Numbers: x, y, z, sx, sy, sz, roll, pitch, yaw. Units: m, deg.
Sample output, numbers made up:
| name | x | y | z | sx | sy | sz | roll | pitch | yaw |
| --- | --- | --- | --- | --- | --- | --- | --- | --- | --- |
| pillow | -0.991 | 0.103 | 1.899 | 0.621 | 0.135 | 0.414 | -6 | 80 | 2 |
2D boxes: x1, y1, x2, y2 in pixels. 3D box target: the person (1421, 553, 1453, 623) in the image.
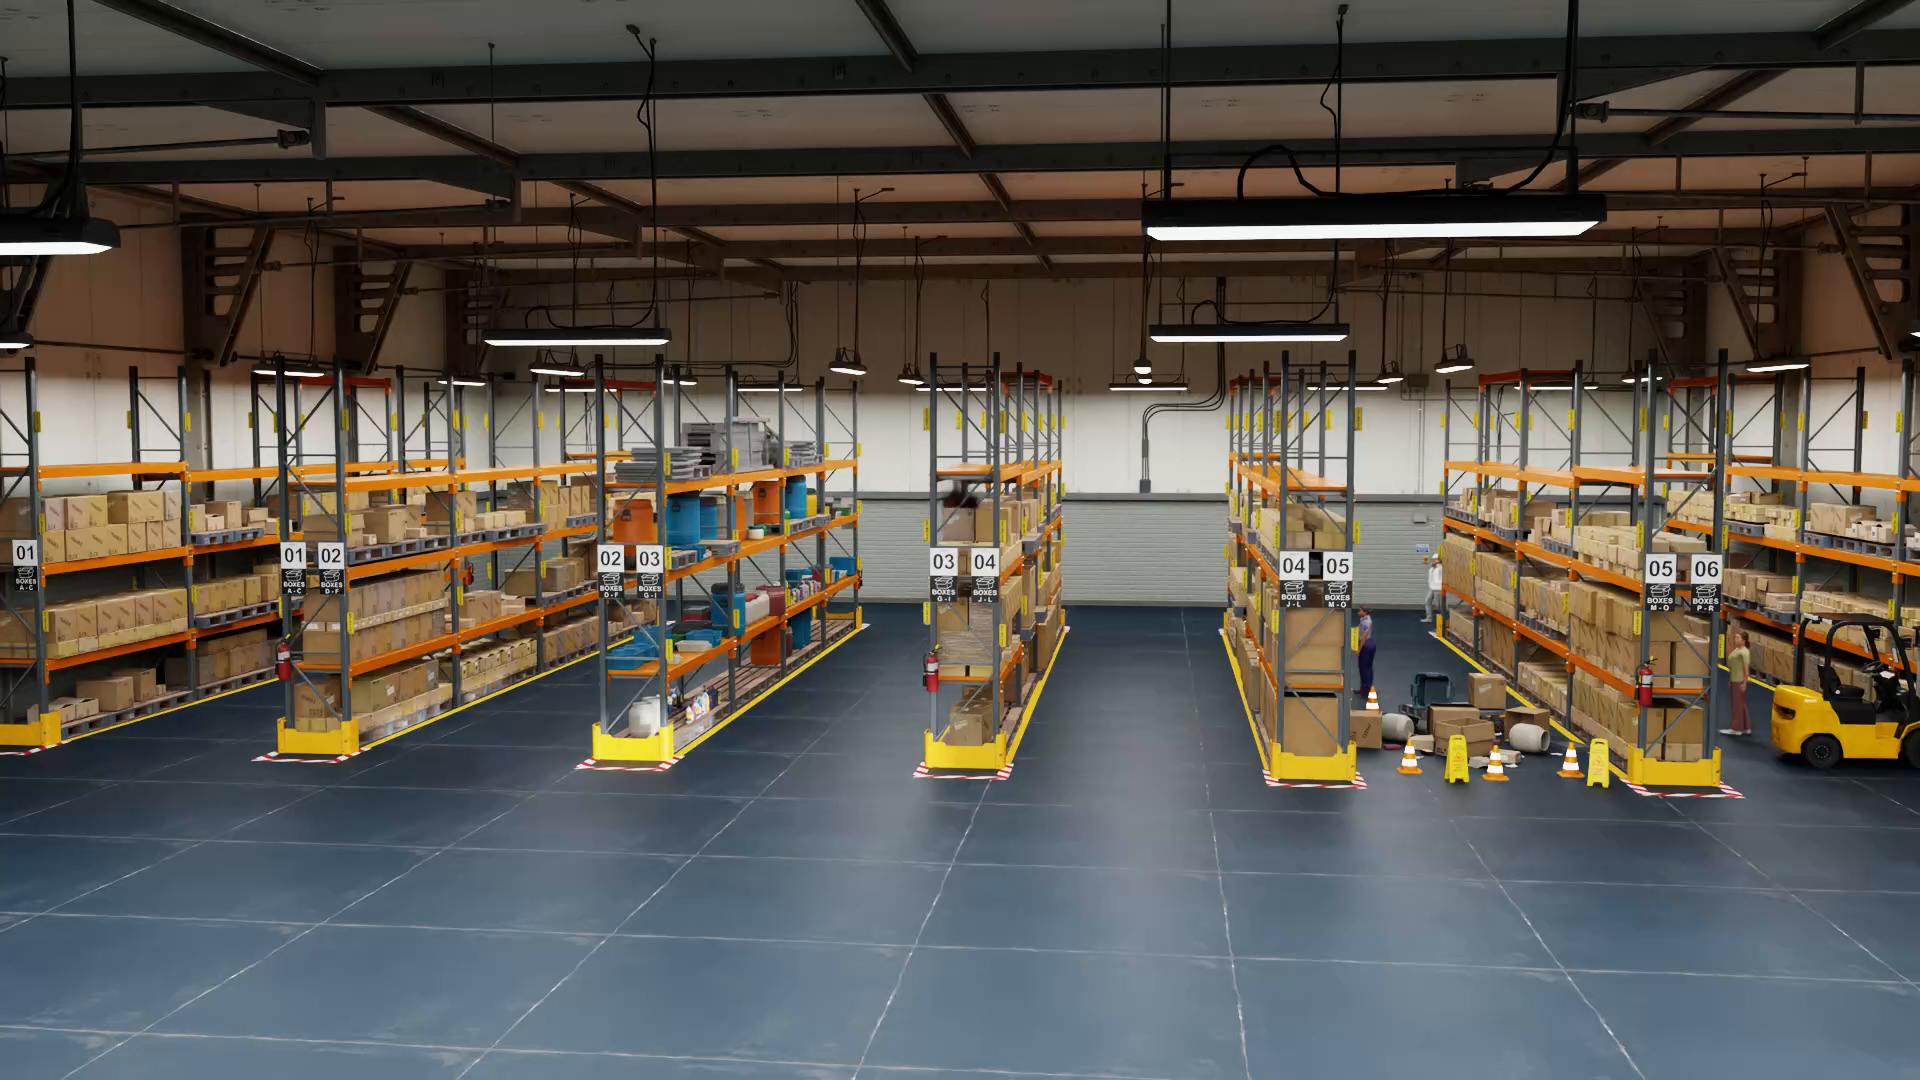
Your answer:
| name | x | y | z | sx | sy | sz | roll | pitch | yaw |
| --- | --- | --- | --- | --- | --- | --- | --- | --- | --- |
| person | 11.910 | 1.198 | 41.398 | 0.856 | 1.739 | 0.566 | 0 | 4 | -1 |

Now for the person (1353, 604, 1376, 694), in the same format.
| name | x | y | z | sx | sy | sz | roll | pitch | yaw |
| --- | --- | --- | --- | --- | --- | --- | --- | --- | --- |
| person | 7.464 | 2.025 | 30.632 | 0.382 | 1.633 | 0.481 | 2 | 4 | 23 |

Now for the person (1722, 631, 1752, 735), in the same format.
| name | x | y | z | sx | sy | sz | roll | pitch | yaw |
| --- | --- | --- | --- | --- | --- | --- | --- | --- | --- |
| person | 12.492 | 2.290 | 26.678 | 0.419 | 1.668 | 0.473 | 2 | 5 | 31 |
